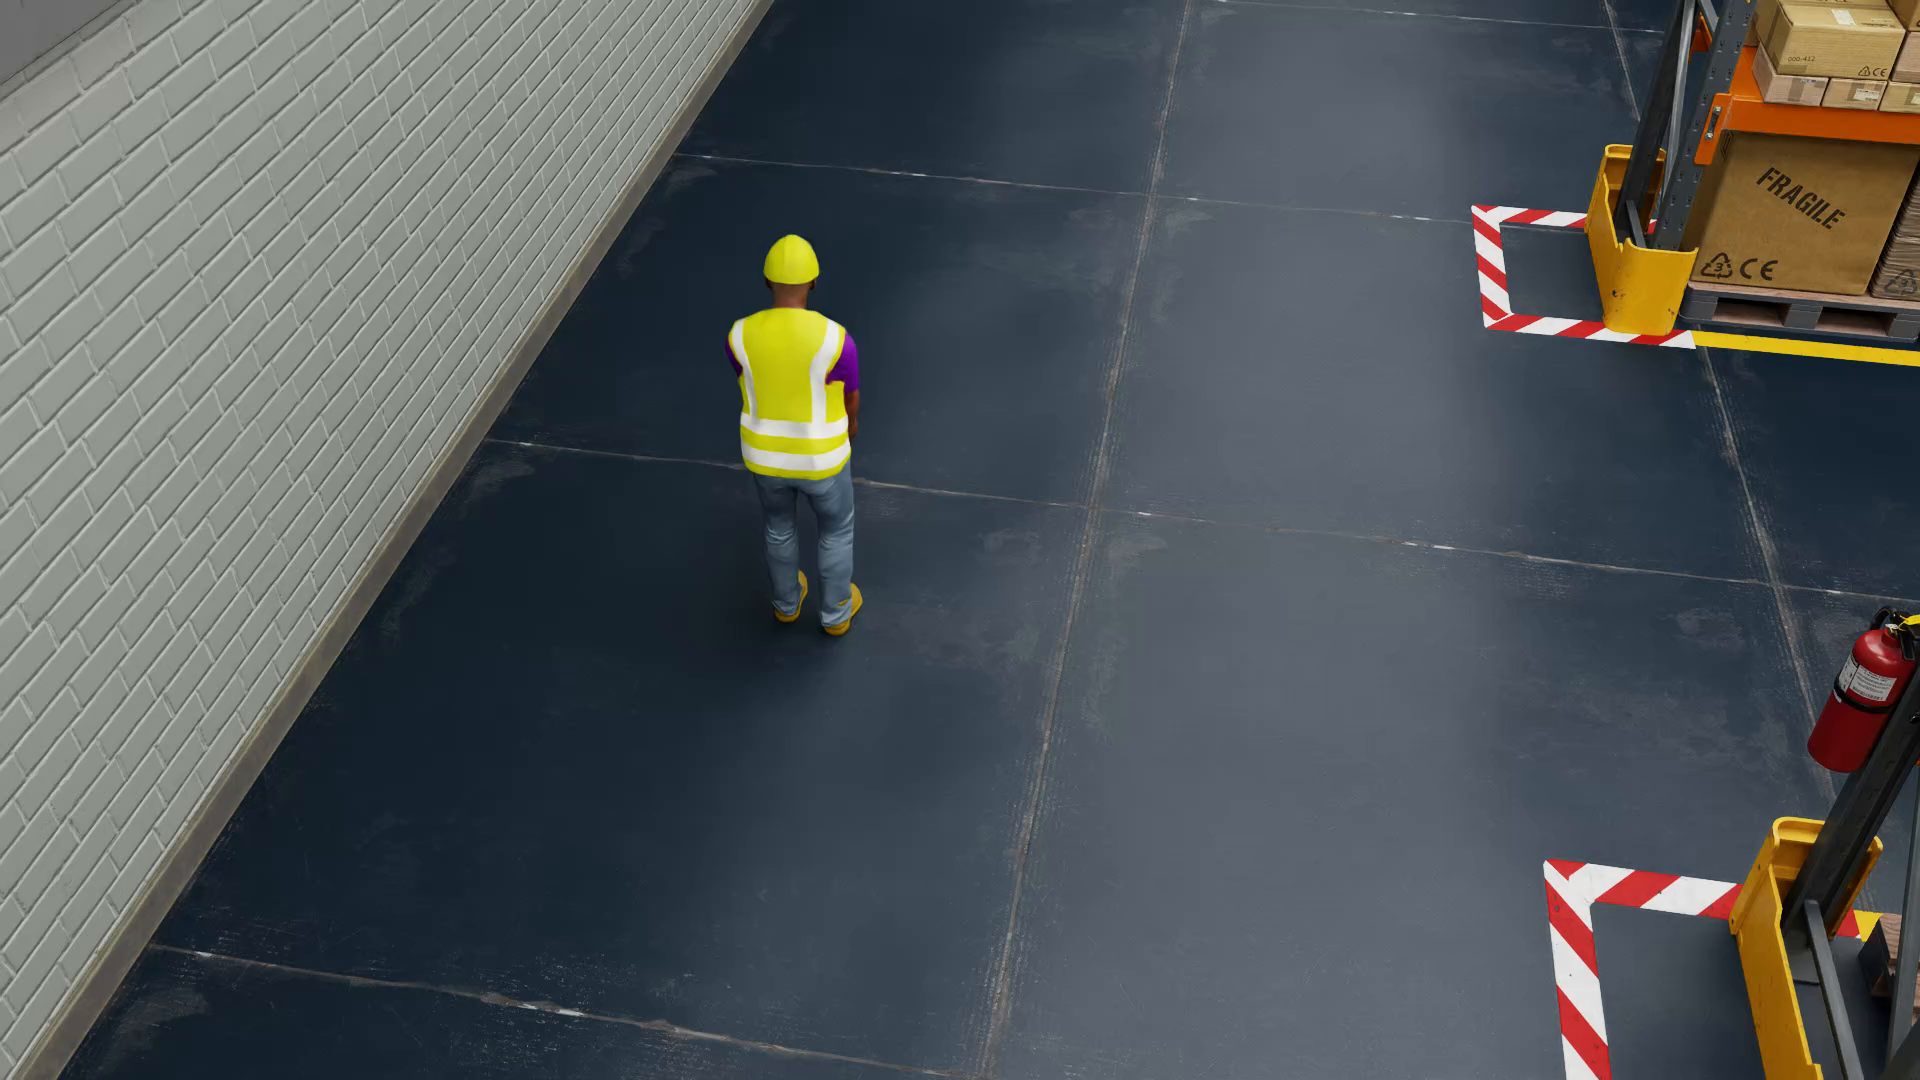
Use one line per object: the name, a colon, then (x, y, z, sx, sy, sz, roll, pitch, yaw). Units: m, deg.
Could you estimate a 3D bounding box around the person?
person: (-0.636, -0.406, 6.640, 0.497, 1.736, 0.600, 6, 41, 7)
